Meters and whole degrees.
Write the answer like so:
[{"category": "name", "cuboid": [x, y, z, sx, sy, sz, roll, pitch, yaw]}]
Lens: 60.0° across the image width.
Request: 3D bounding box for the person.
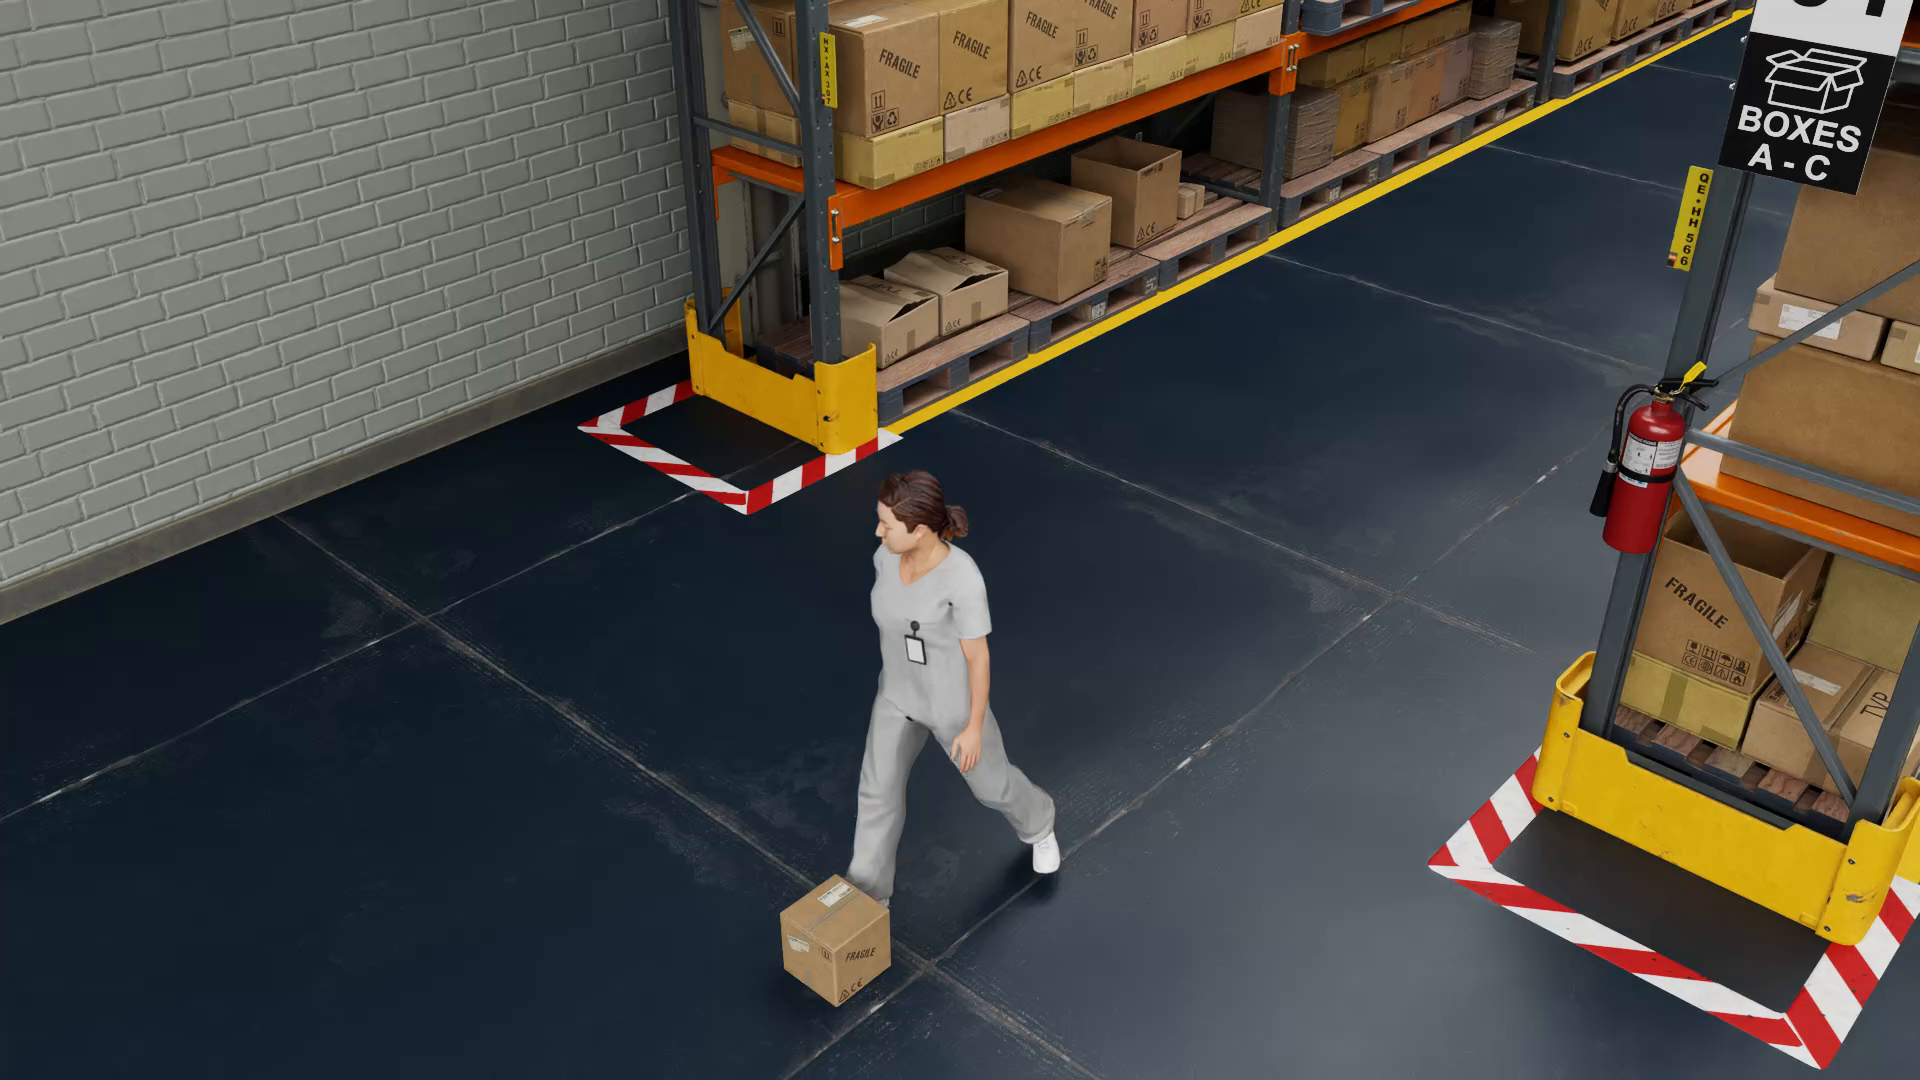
[{"category": "person", "cuboid": [-0.042, 0.510, 5.296, 0.567, 1.650, 0.901, 21, 37, 30]}]
